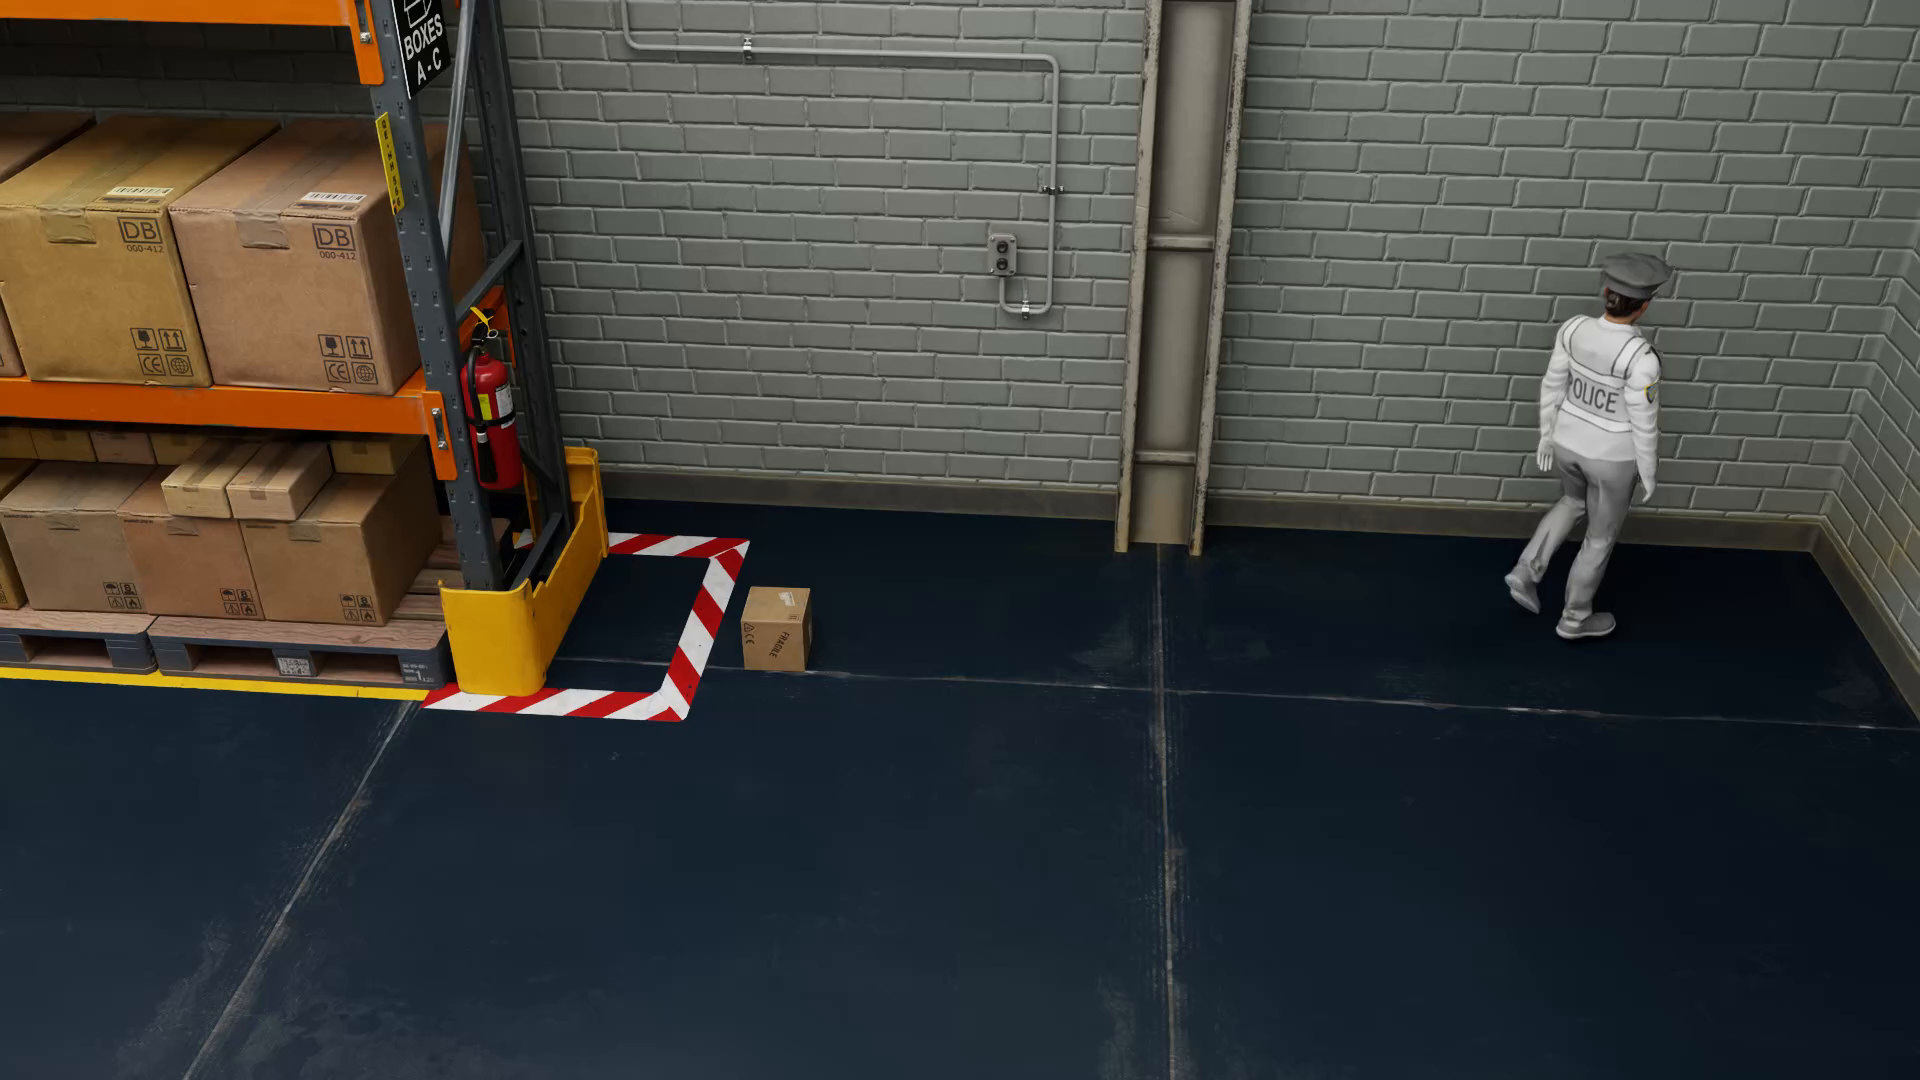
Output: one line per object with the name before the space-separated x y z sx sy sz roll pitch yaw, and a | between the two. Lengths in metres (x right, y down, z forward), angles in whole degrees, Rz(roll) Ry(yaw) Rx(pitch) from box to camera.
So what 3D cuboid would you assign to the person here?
person | 2.535 -0.344 6.642 0.449 1.663 0.502 -16 36 -24
